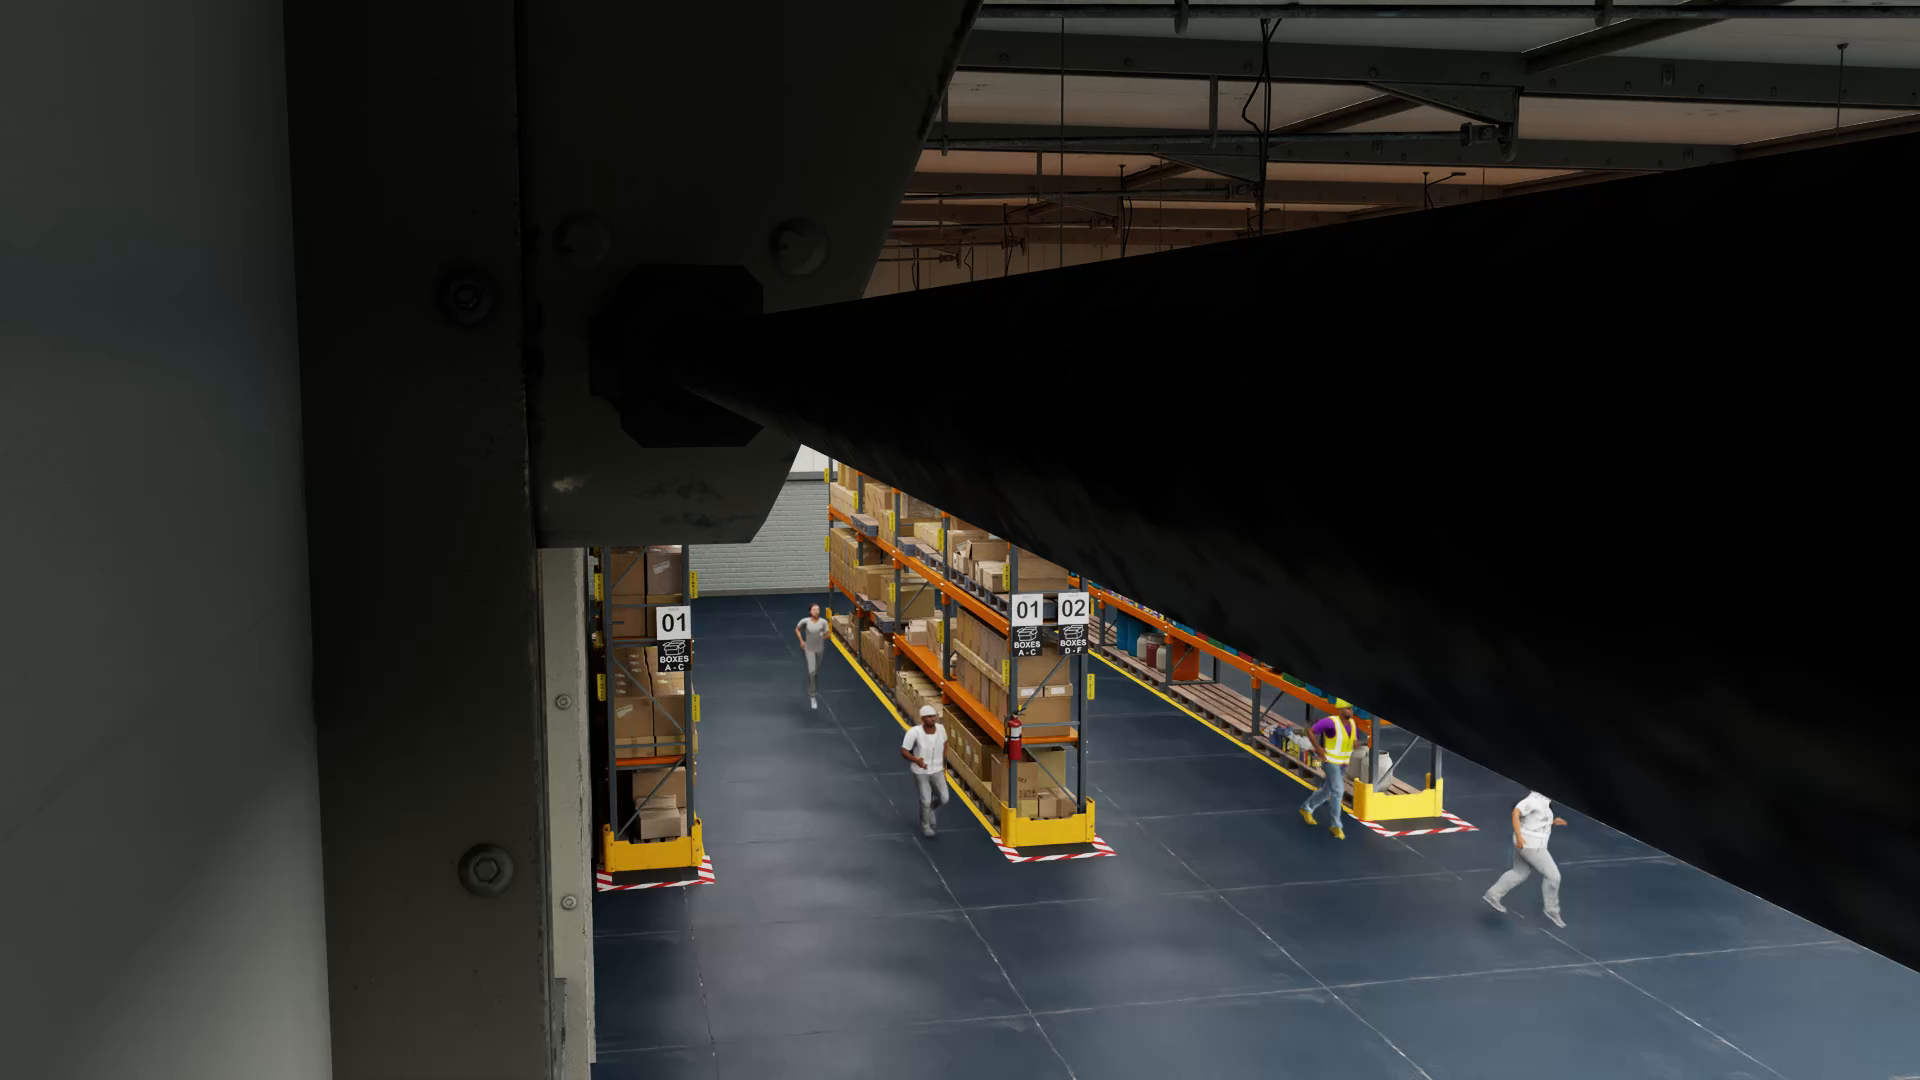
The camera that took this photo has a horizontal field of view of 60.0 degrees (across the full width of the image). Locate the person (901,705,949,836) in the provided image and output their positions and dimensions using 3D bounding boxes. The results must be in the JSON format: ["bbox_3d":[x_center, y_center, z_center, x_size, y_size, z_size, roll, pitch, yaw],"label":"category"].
[{"bbox_3d":[-0.392,2.960,21.299,0.698,1.718,0.575,-3,8,-26],"label":"person"}]

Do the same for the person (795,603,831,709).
[{"bbox_3d":[-2.472,1.931,28.185,0.550,1.744,0.762,-3,7,-22],"label":"person"}]

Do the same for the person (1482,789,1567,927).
[{"bbox_3d":[6.196,3.370,18.175,0.890,1.712,0.627,2,7,19],"label":"person"}]

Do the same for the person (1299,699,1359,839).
[{"bbox_3d":[4.862,2.927,21.646,0.699,1.830,0.821,-6,9,-40],"label":"person"}]
